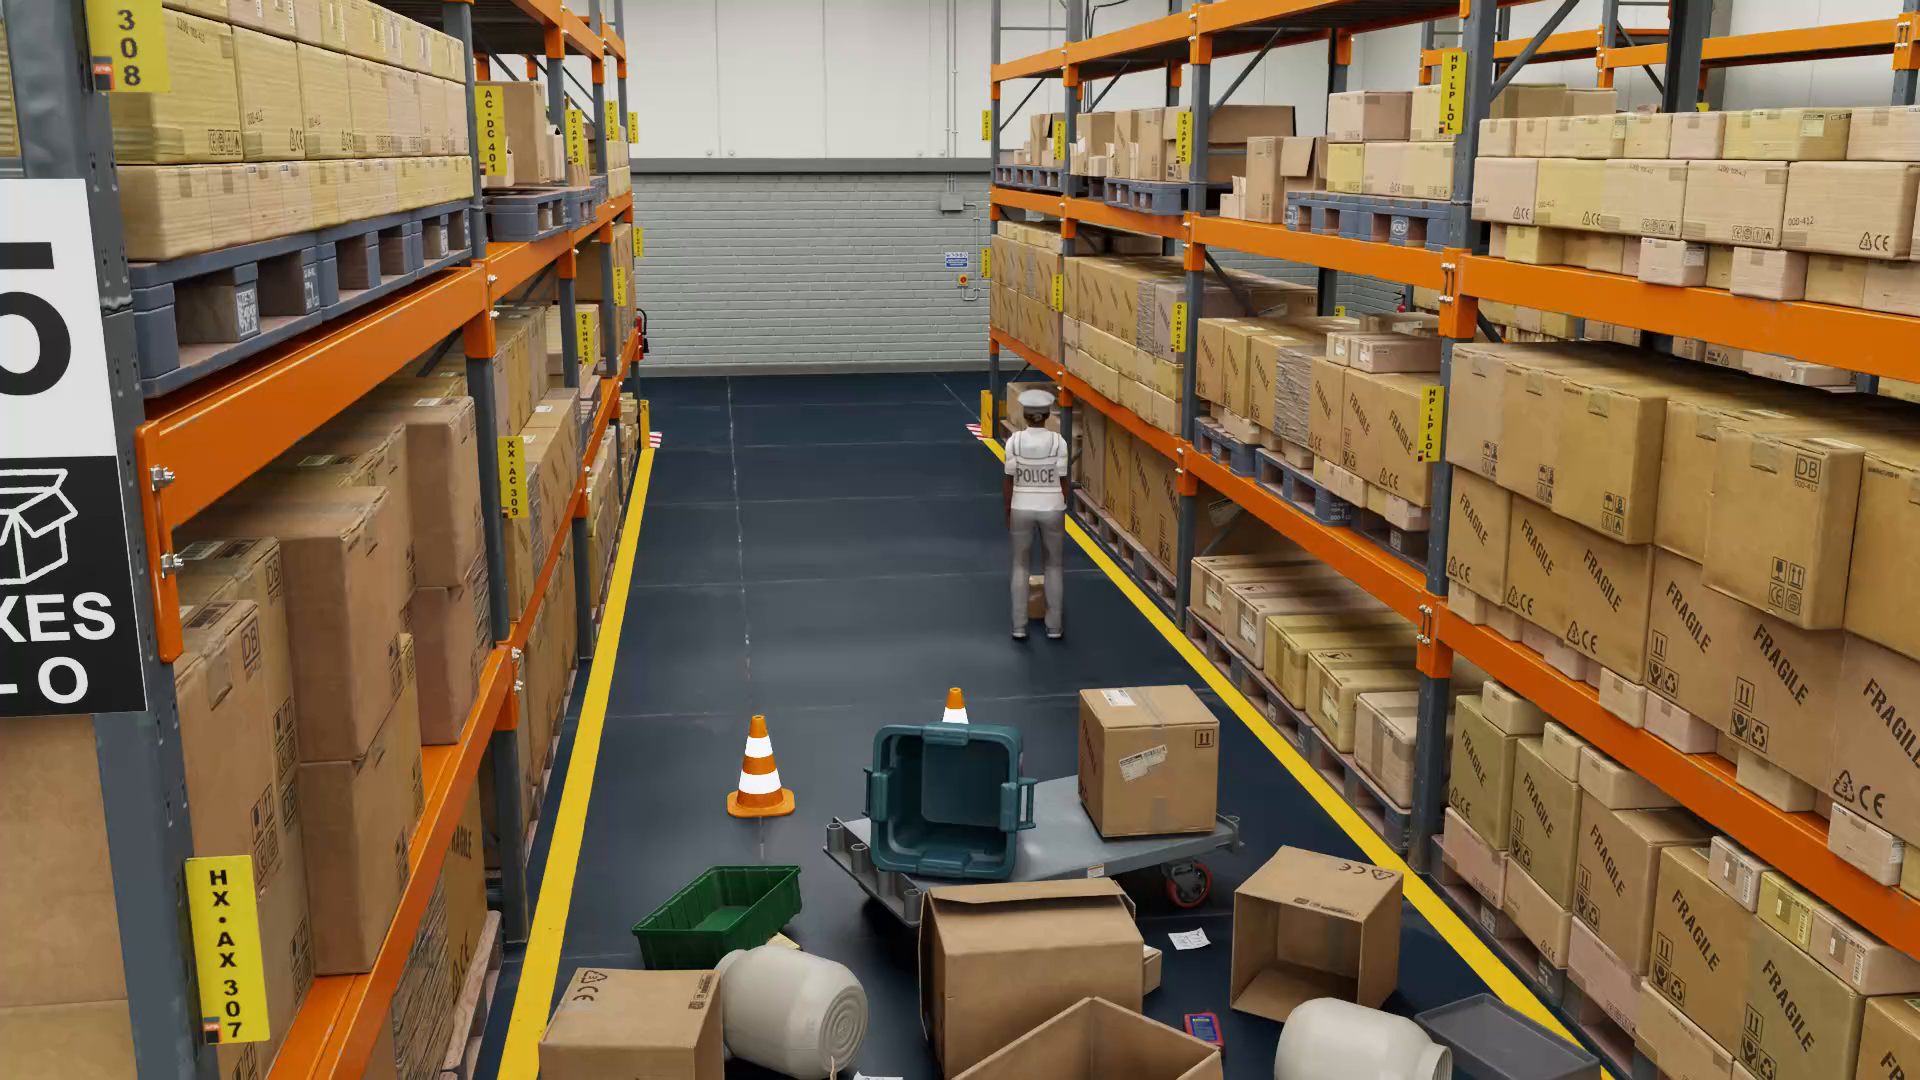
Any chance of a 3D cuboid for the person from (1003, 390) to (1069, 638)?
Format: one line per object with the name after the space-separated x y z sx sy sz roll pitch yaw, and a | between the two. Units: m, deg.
0.507 -0.165 11.195 0.436 1.687 0.341 1 13 5 | person
